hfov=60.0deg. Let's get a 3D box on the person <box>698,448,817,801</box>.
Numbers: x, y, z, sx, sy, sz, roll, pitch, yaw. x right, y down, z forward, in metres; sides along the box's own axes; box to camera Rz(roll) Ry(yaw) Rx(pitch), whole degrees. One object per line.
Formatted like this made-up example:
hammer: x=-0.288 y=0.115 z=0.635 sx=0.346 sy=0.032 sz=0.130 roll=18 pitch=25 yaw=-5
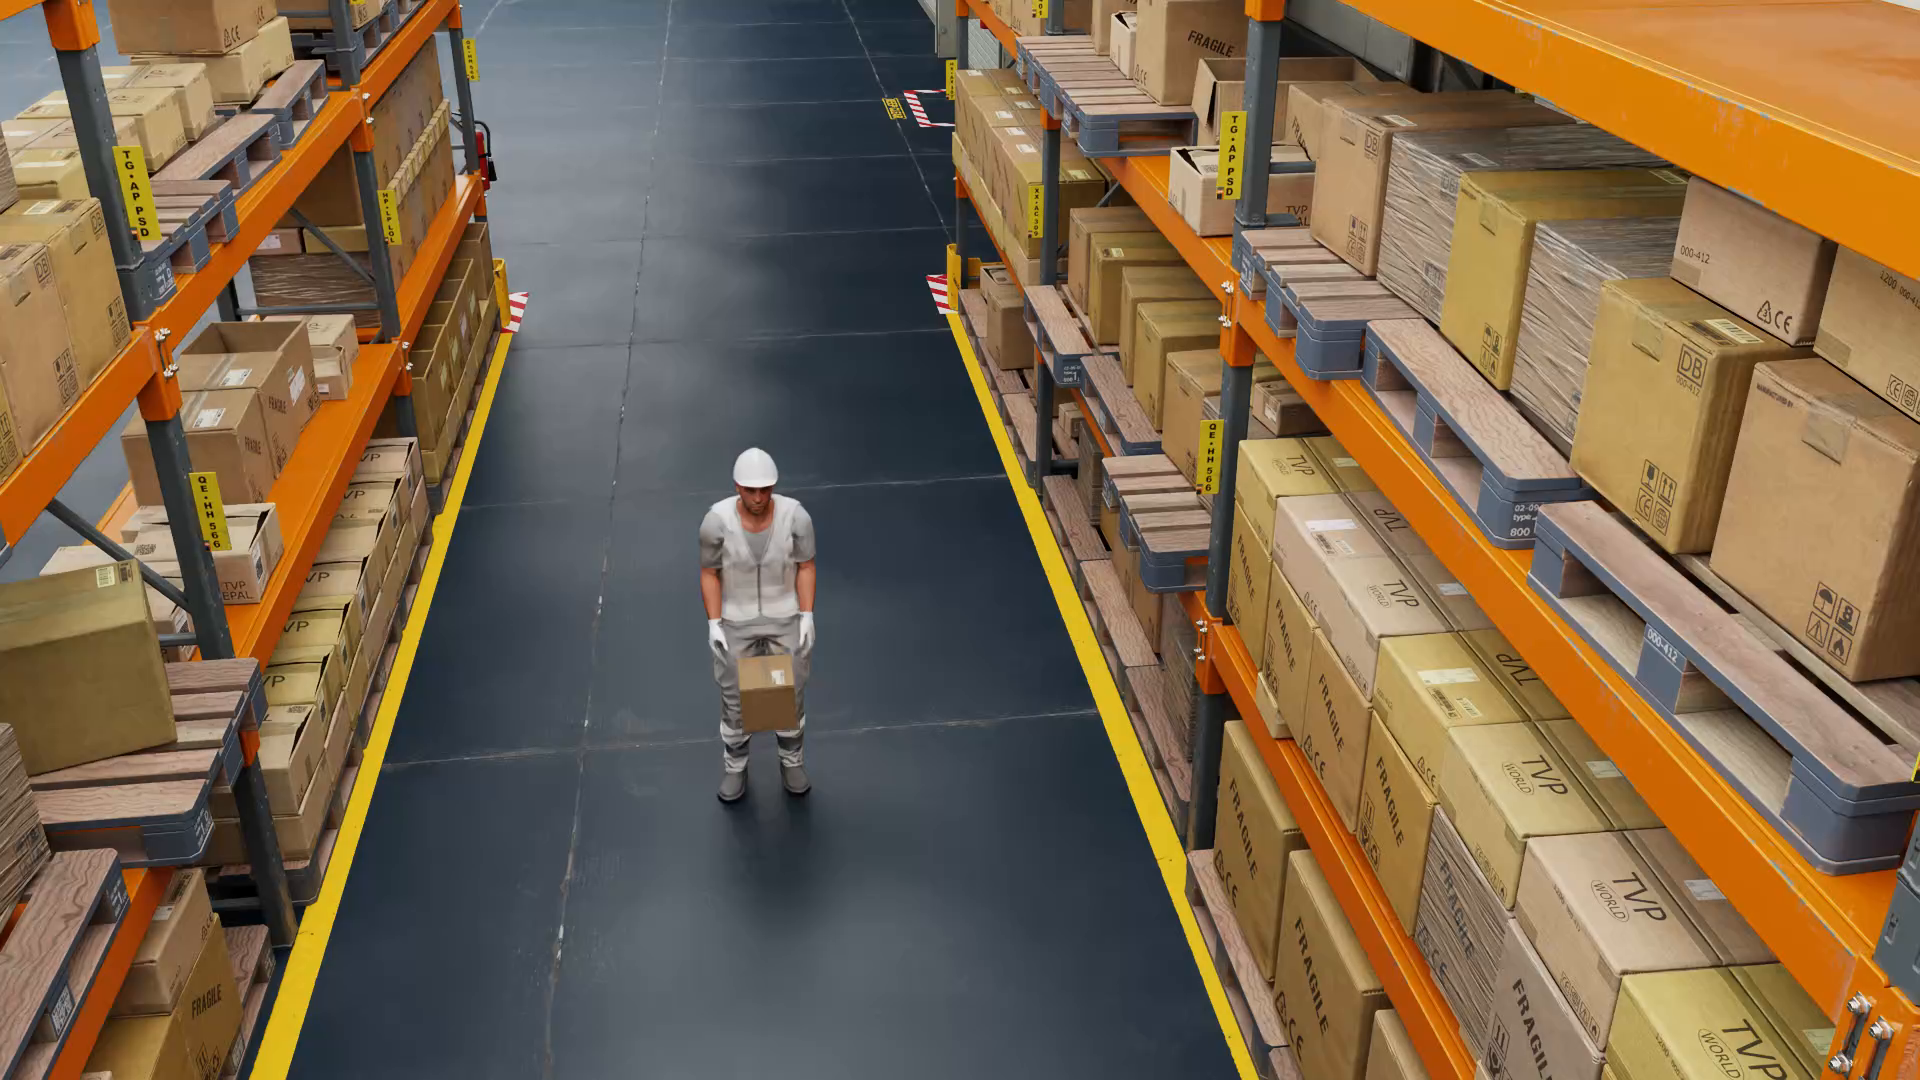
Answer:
person: x=-0.933 y=0.386 z=7.830 sx=0.544 sy=1.788 sz=0.414 roll=-4 pitch=27 yaw=-8
